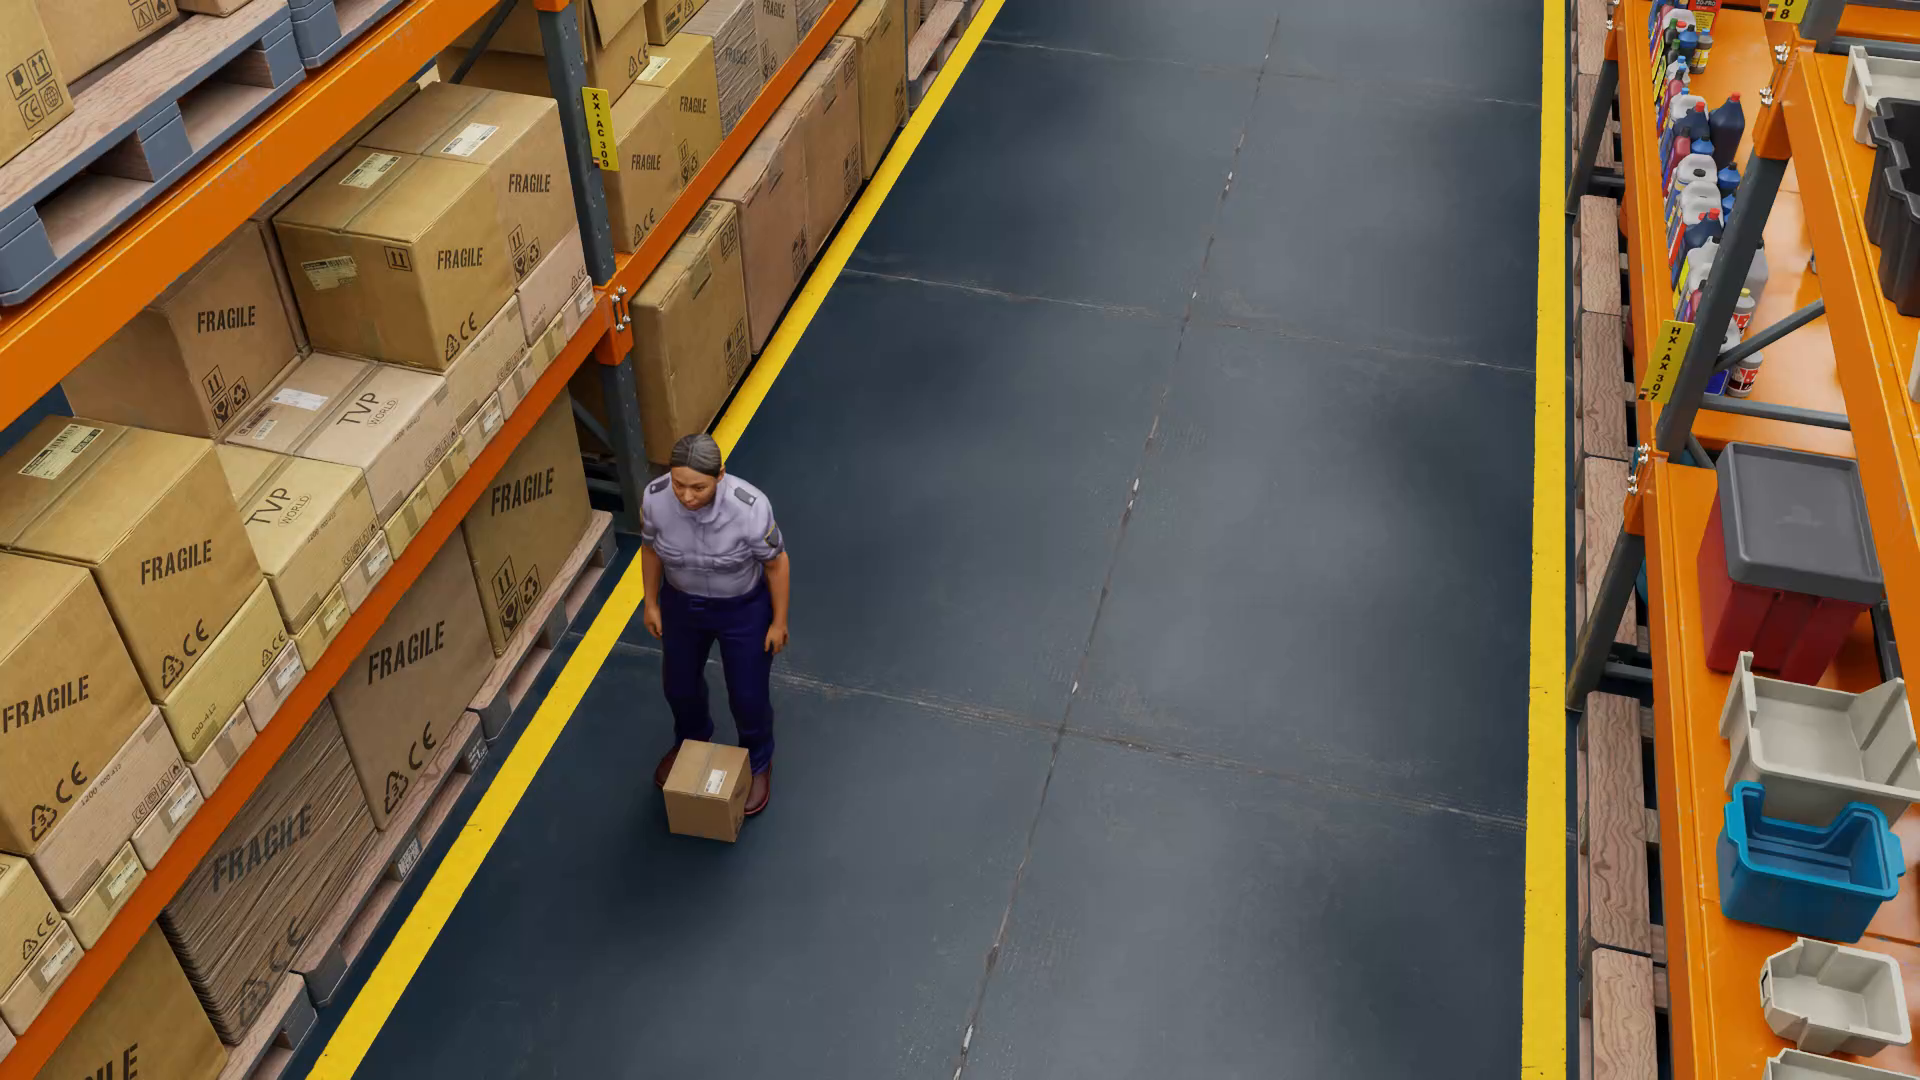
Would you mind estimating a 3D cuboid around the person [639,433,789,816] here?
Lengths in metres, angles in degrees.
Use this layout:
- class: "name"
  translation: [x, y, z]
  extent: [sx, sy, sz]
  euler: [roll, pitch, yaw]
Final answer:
- class: "person"
  translation: [-0.876, 0.270, 5.856]
  extent: [0.563, 1.653, 0.419]
  euler: [8, 42, 9]
